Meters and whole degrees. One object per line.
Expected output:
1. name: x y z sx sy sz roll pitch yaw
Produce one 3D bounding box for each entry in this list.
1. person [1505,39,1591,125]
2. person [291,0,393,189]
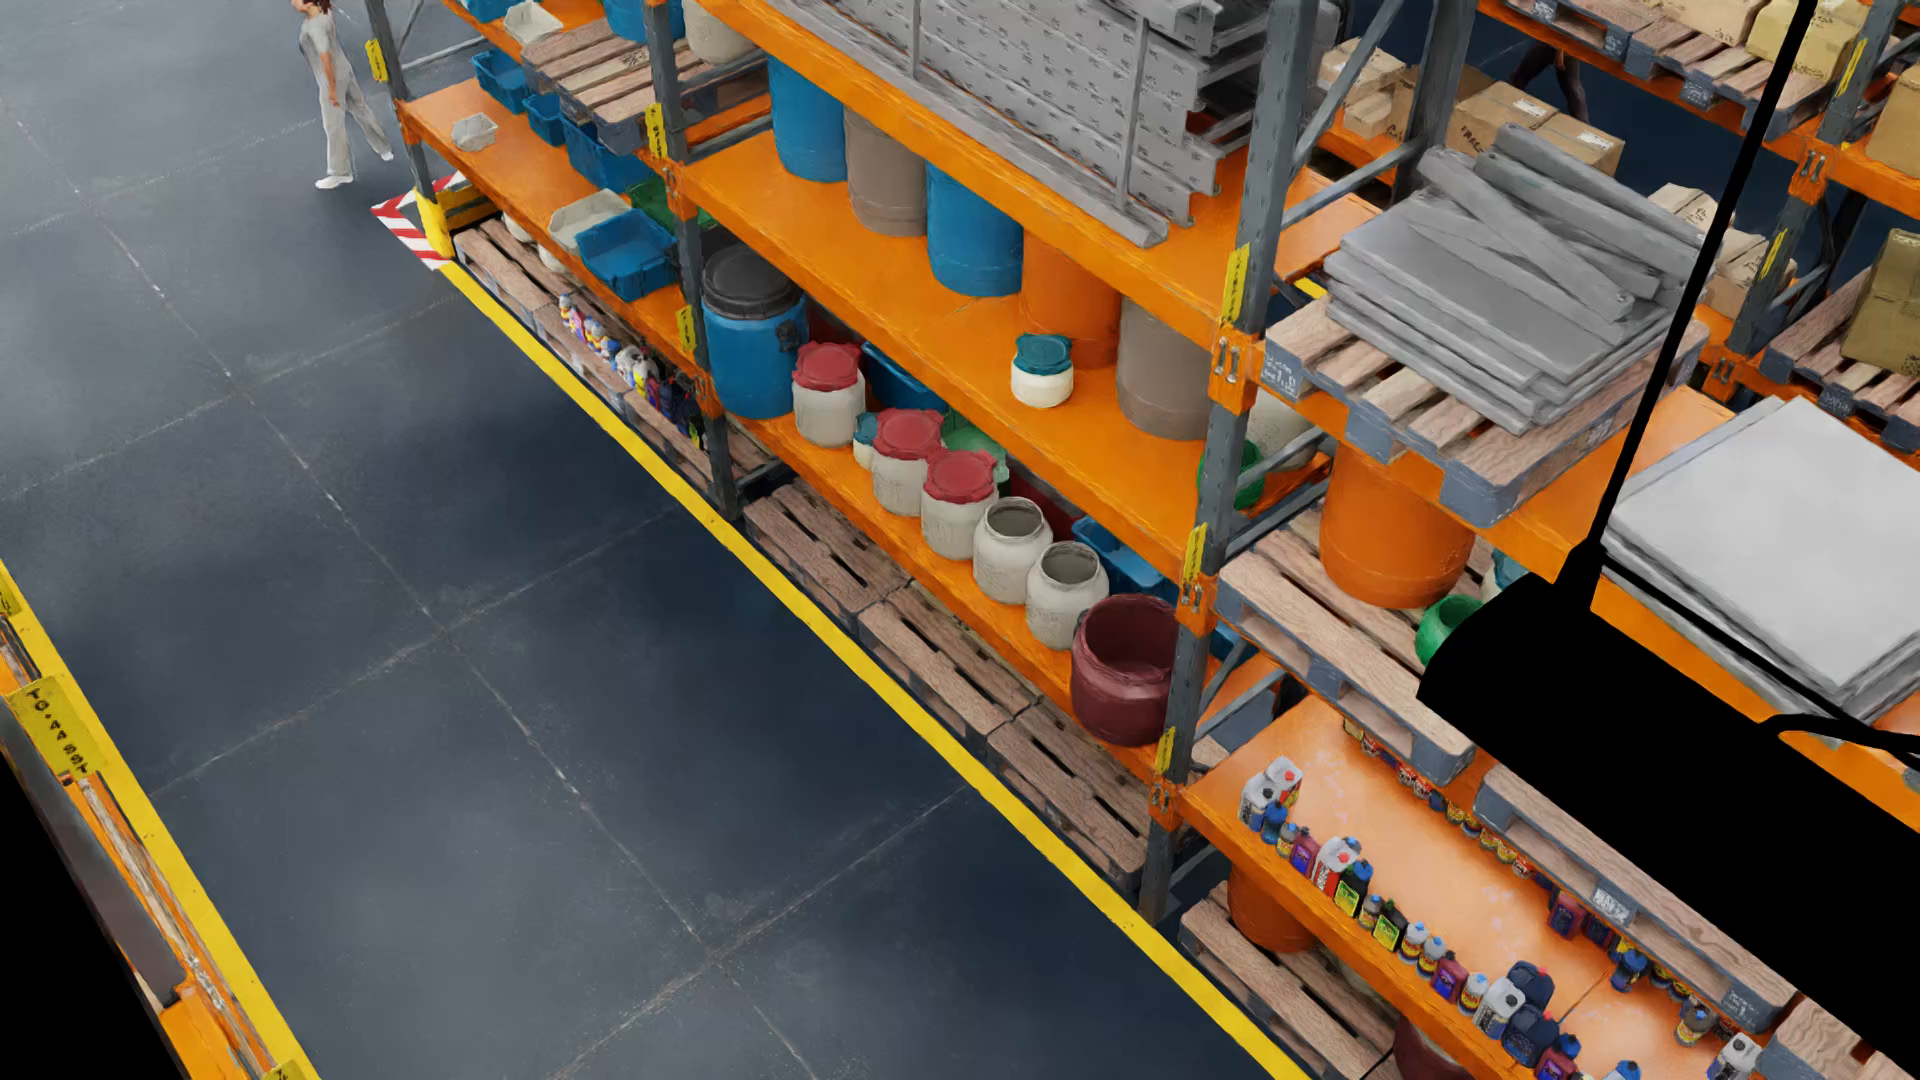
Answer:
1. person: 4.923 -4.185 13.797 1.028 1.665 0.537 32 54 27
2. person: -5.034 -3.685 13.317 0.561 1.661 0.690 -3 47 -3
